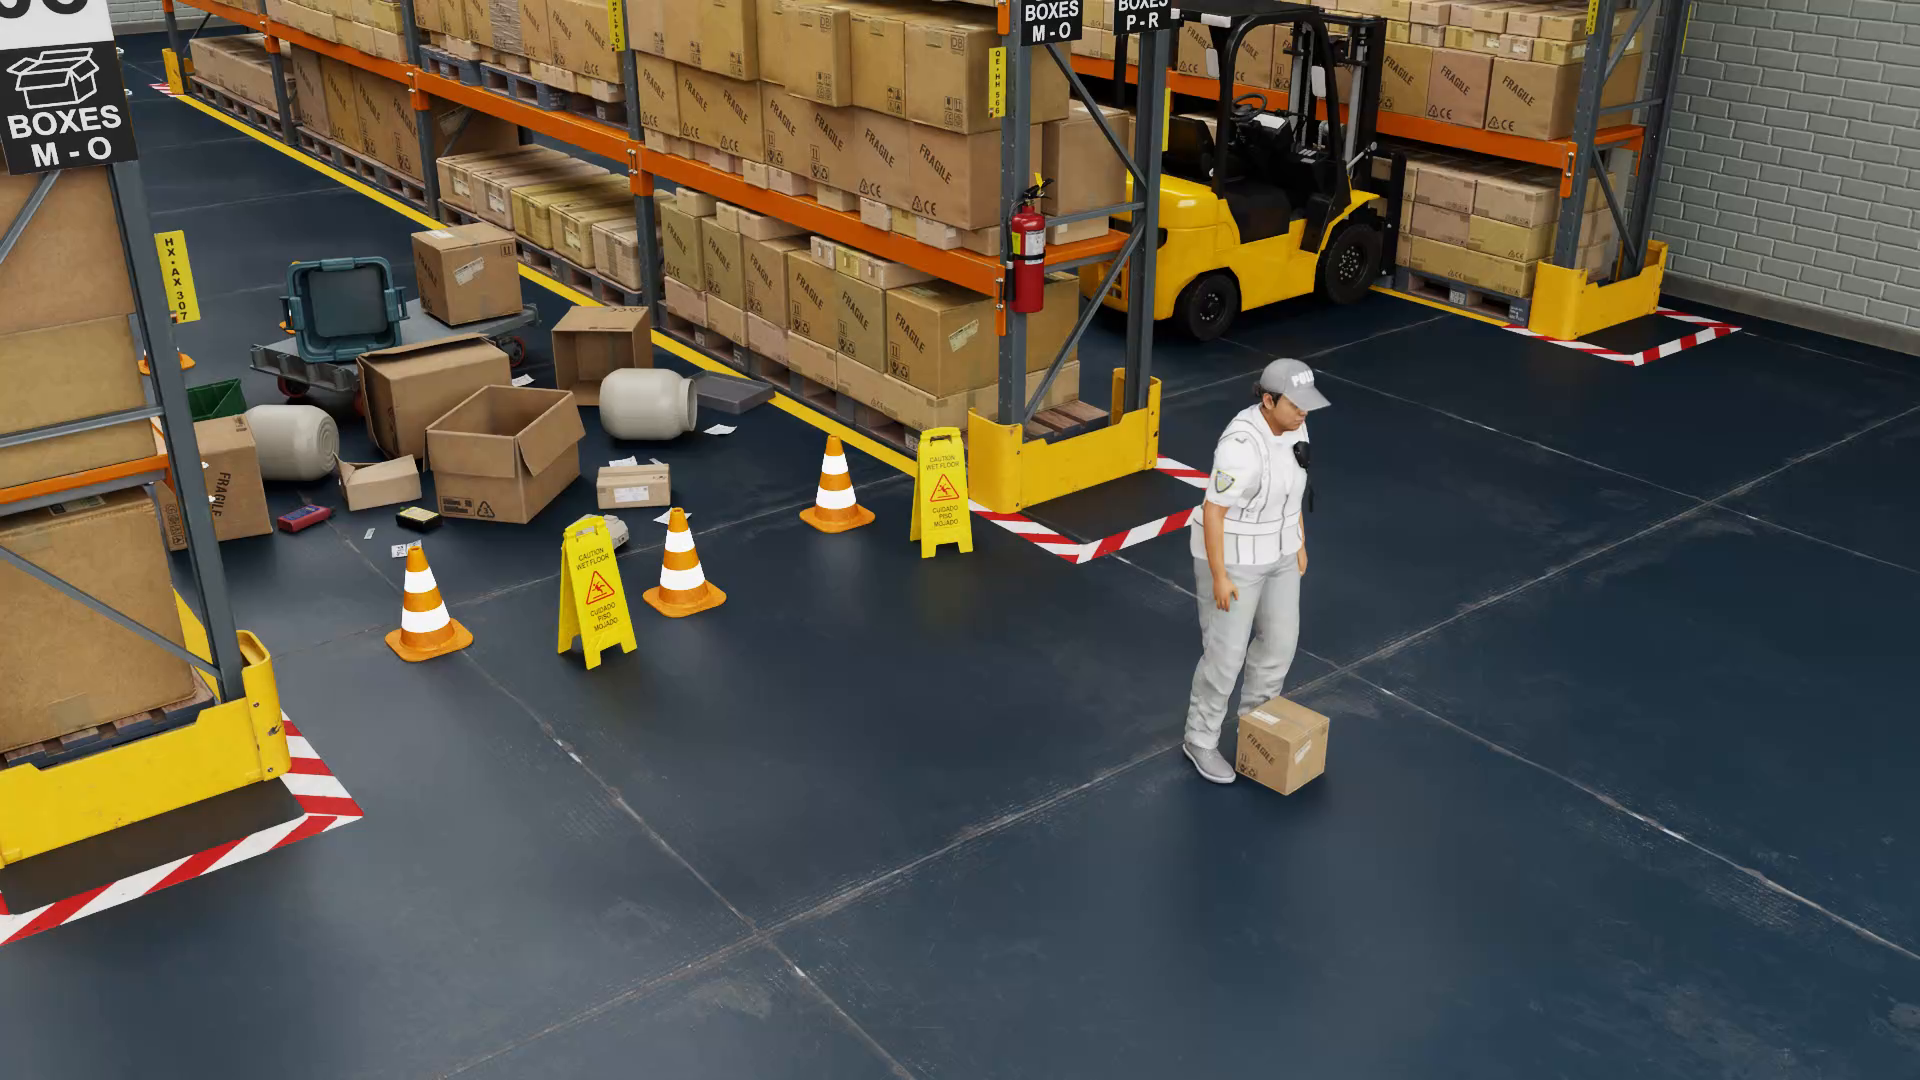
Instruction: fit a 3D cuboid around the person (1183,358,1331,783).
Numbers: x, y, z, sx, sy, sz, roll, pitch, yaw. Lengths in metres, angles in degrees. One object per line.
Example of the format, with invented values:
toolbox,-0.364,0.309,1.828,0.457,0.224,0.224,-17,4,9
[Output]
person,1.136,0.091,6.402,0.559,1.667,0.467,-20,31,-36
